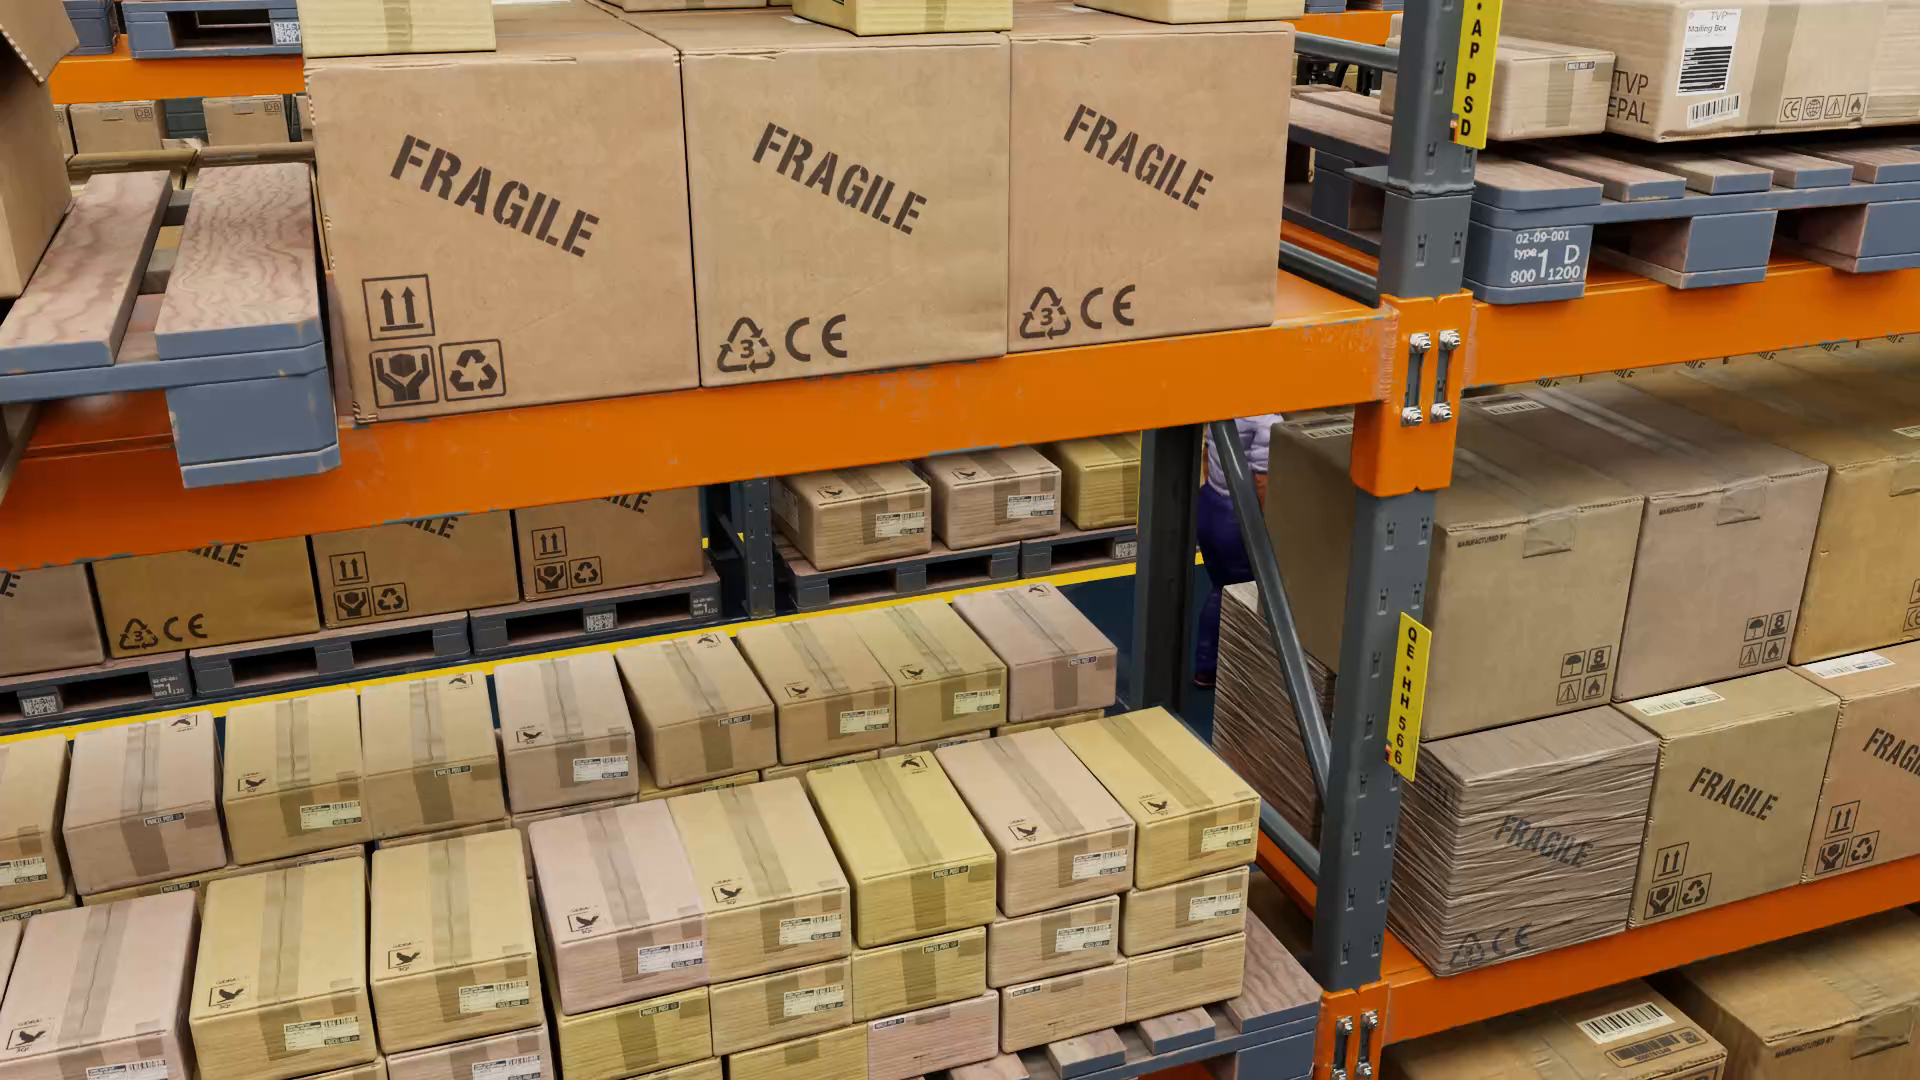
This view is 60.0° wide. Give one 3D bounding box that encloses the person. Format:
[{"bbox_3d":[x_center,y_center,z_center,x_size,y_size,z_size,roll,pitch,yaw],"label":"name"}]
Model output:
[{"bbox_3d":[1.234,-0.061,7.250,0.364,1.652,0.554,-9,24,-21],"label":"person"}]
